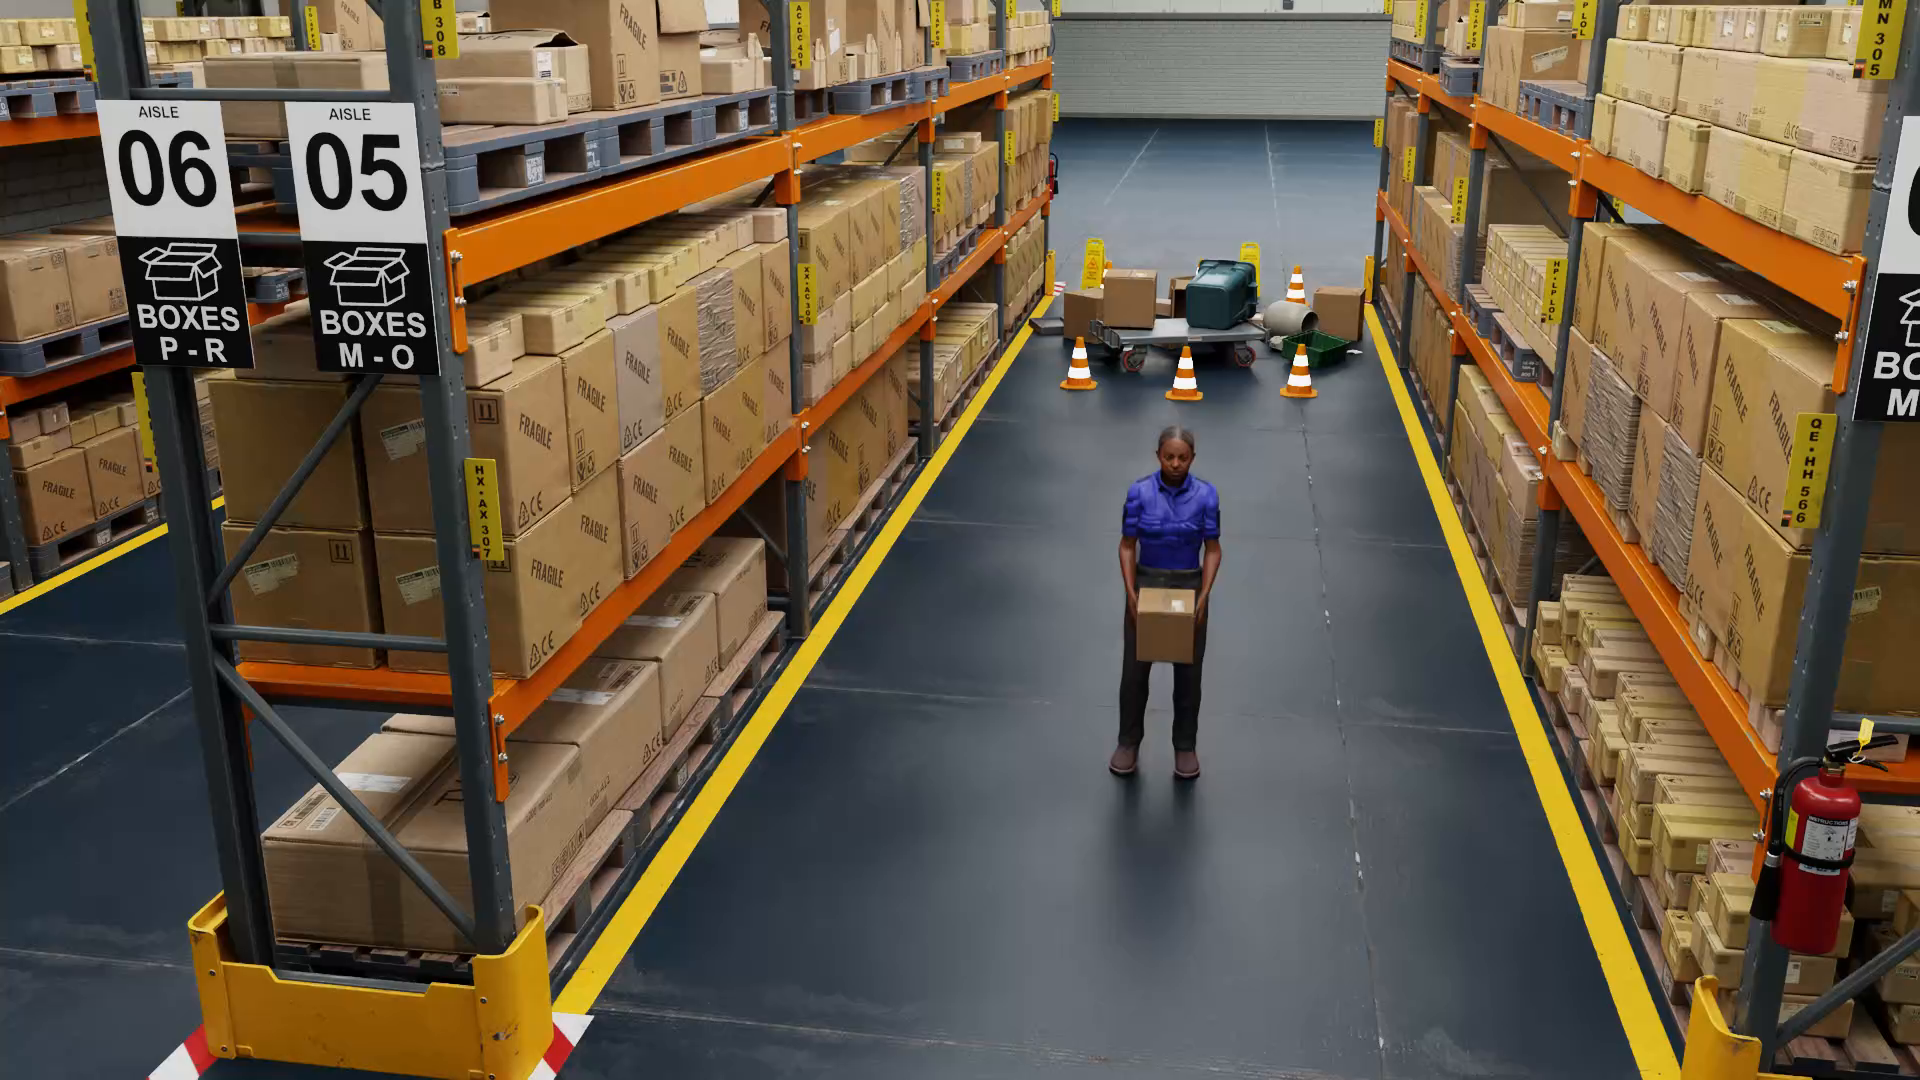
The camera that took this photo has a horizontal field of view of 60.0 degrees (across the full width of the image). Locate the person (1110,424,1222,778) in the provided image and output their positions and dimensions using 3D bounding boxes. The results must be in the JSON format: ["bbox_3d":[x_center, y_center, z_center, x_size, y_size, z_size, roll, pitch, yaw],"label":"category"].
[{"bbox_3d":[0.956,0.287,7.668,0.479,1.663,0.405,3,18,8],"label":"person"}]
